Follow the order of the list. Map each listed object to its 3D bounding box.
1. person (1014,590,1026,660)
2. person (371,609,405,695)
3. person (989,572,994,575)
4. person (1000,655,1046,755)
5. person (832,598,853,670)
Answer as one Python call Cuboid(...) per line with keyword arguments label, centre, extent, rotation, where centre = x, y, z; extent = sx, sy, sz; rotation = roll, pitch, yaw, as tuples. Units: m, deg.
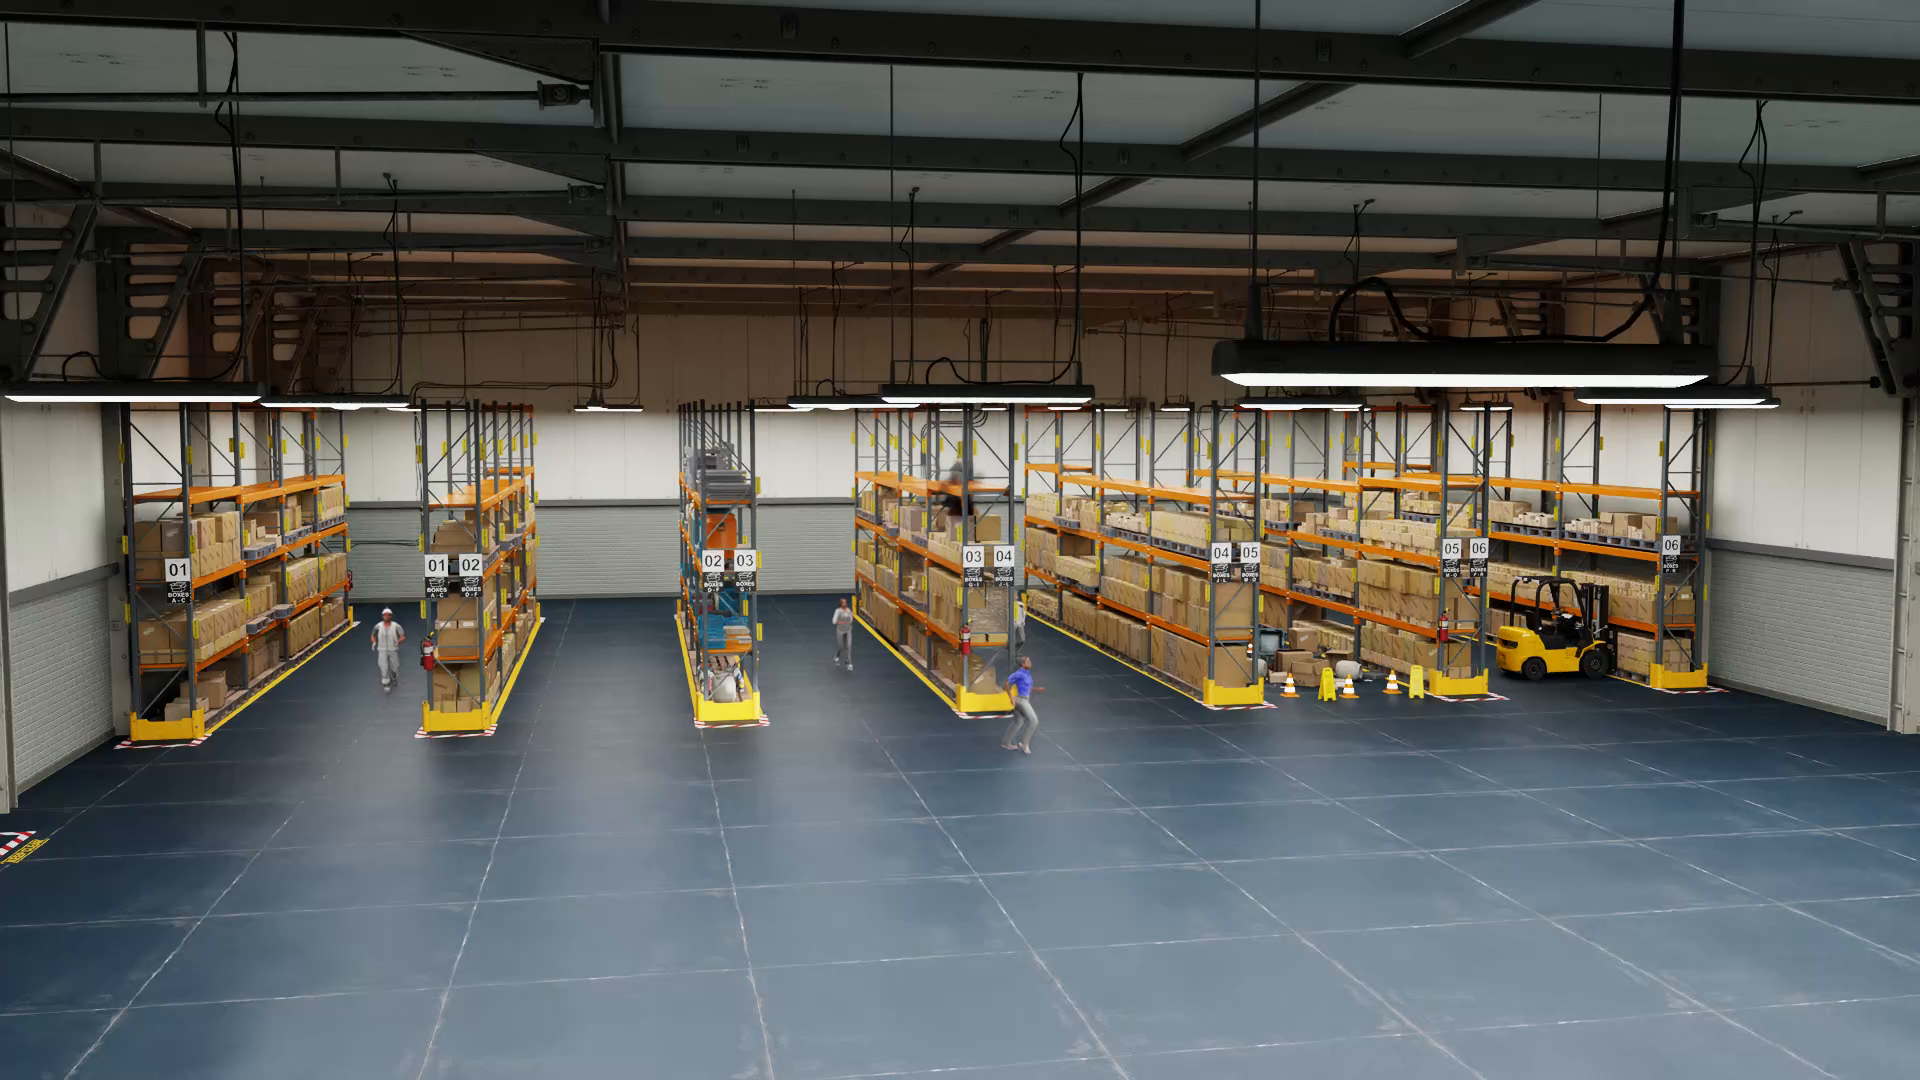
Cuboid(label="person", centre=(1.315, 1.981, 38.573), extent=(0.603, 1.649, 0.539), rotation=(-1, 5, -17))
Cuboid(label="person", centre=(-11.727, 2.281, 34.074), extent=(0.663, 1.748, 0.786), rotation=(-1, 4, -16))
Cuboid(label="person", centre=(1.130, 1.379, 45.915), extent=(0.730, 1.827, 0.976), rotation=(0, 4, -3))
Cuboid(label="person", centre=(1.063, 2.795, 28.064), extent=(0.801, 1.675, 0.536), rotation=(1, 4, 14))
Cuboid(label="person", centre=(-2.604, 2.082, 37.274), extent=(0.545, 1.580, 0.873), rotation=(-2, 5, -26))
